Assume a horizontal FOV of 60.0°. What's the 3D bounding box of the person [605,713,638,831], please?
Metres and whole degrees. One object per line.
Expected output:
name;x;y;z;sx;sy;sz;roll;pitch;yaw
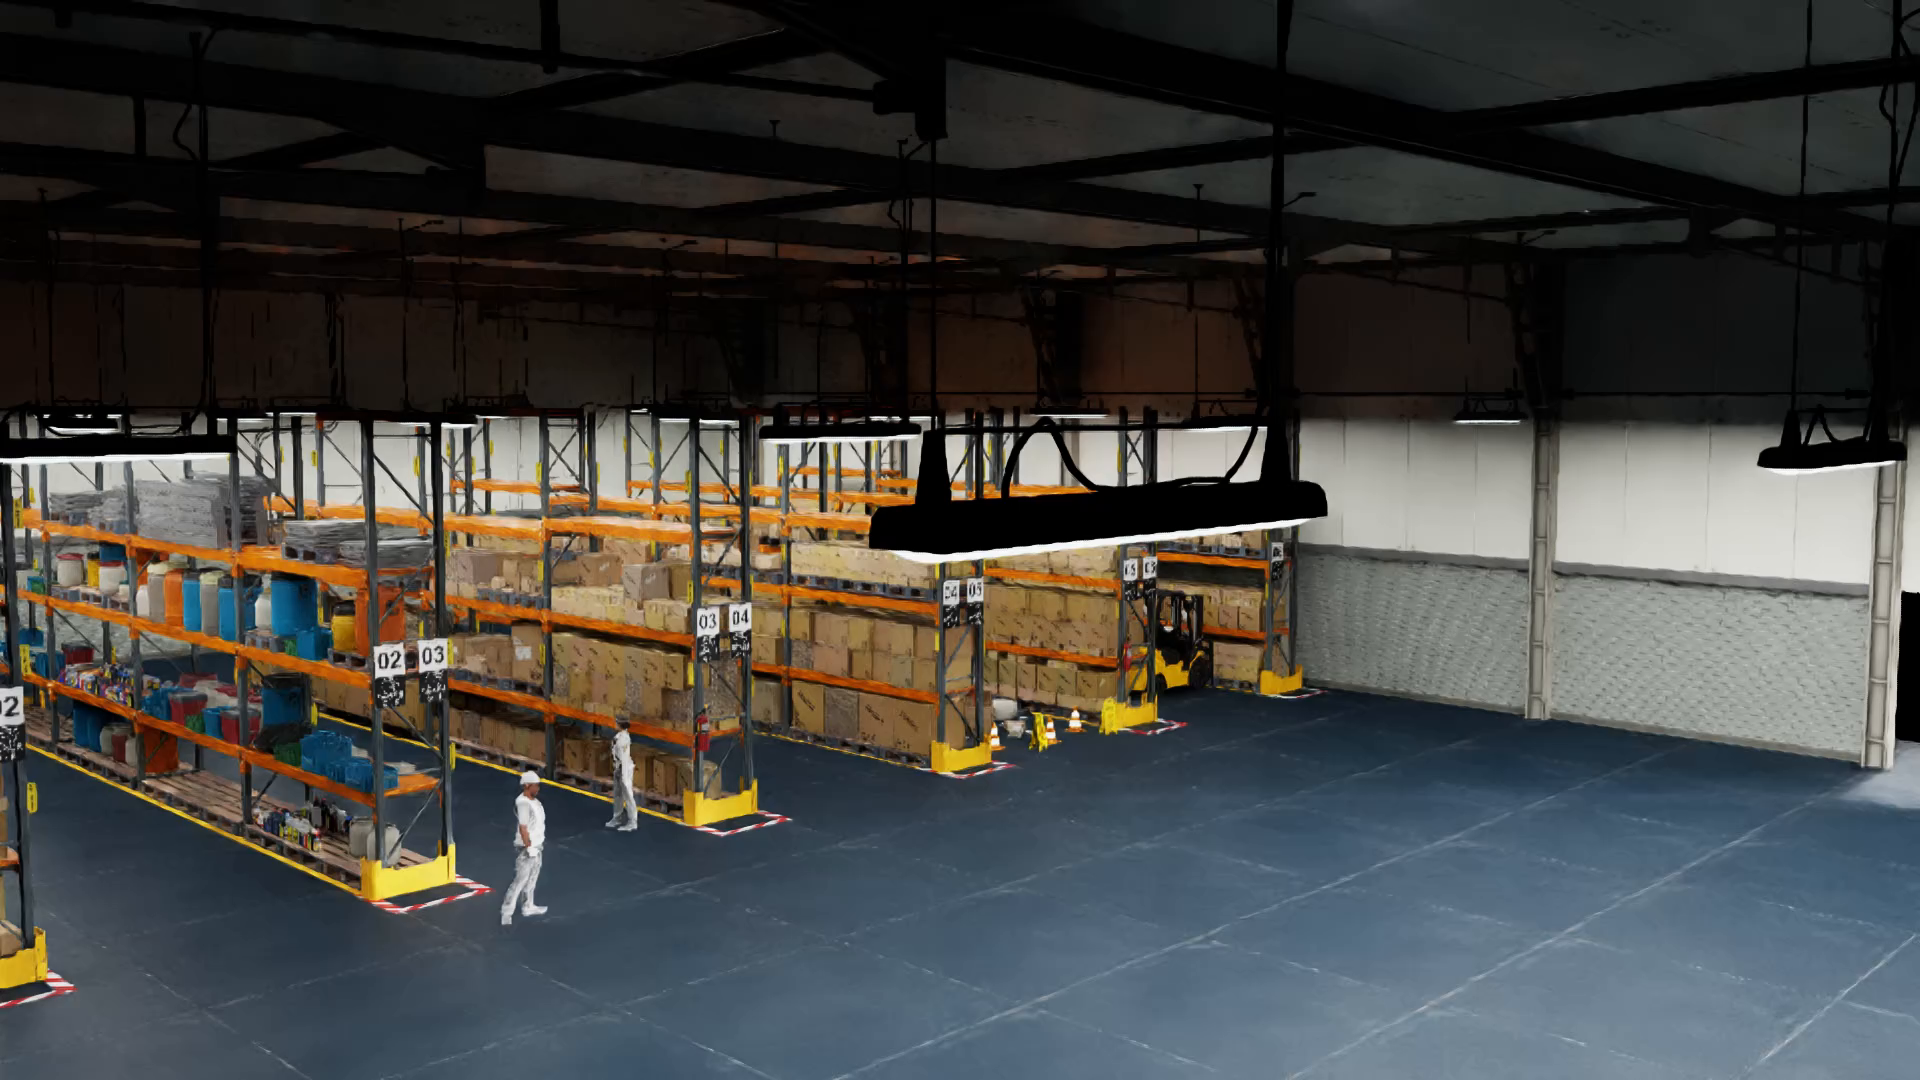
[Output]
person;-4.924;3.352;24.088;0.463;1.677;0.524;-1;5;-16

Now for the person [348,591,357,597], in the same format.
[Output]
person;-14.576;1.989;39.907;0.456;1.589;1.088;-5;7;-43

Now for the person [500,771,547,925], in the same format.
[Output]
person;-5.249;3.681;19.954;0.492;1.780;0.732;0;5;-1
